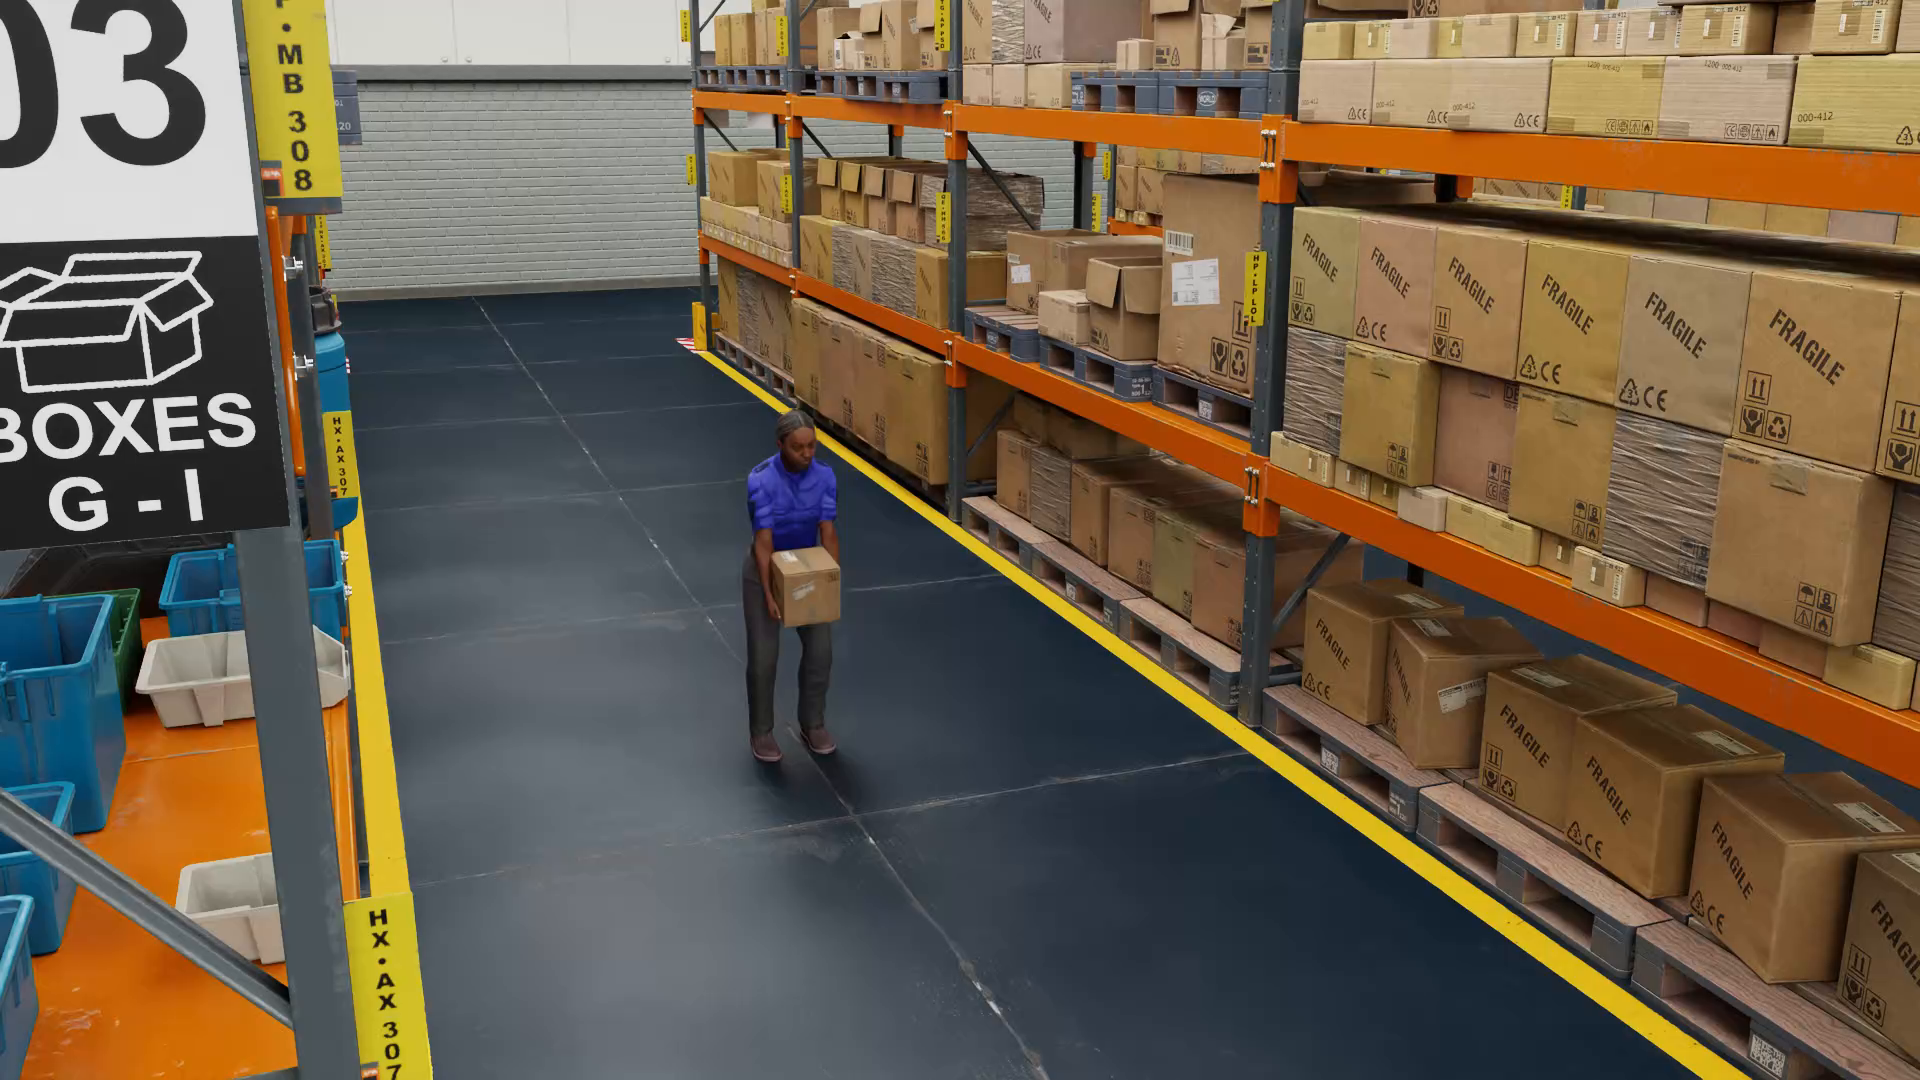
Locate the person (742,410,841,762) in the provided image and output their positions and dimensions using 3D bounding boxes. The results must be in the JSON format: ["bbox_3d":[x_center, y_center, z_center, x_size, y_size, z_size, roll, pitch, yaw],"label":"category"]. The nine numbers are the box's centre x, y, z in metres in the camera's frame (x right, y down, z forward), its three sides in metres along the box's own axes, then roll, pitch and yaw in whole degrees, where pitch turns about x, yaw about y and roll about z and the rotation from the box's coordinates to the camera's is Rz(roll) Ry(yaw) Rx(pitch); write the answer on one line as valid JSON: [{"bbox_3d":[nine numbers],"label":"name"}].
[{"bbox_3d":[-0.748,0.205,7.394,0.395,1.621,0.552,-6,17,-21],"label":"person"}]
